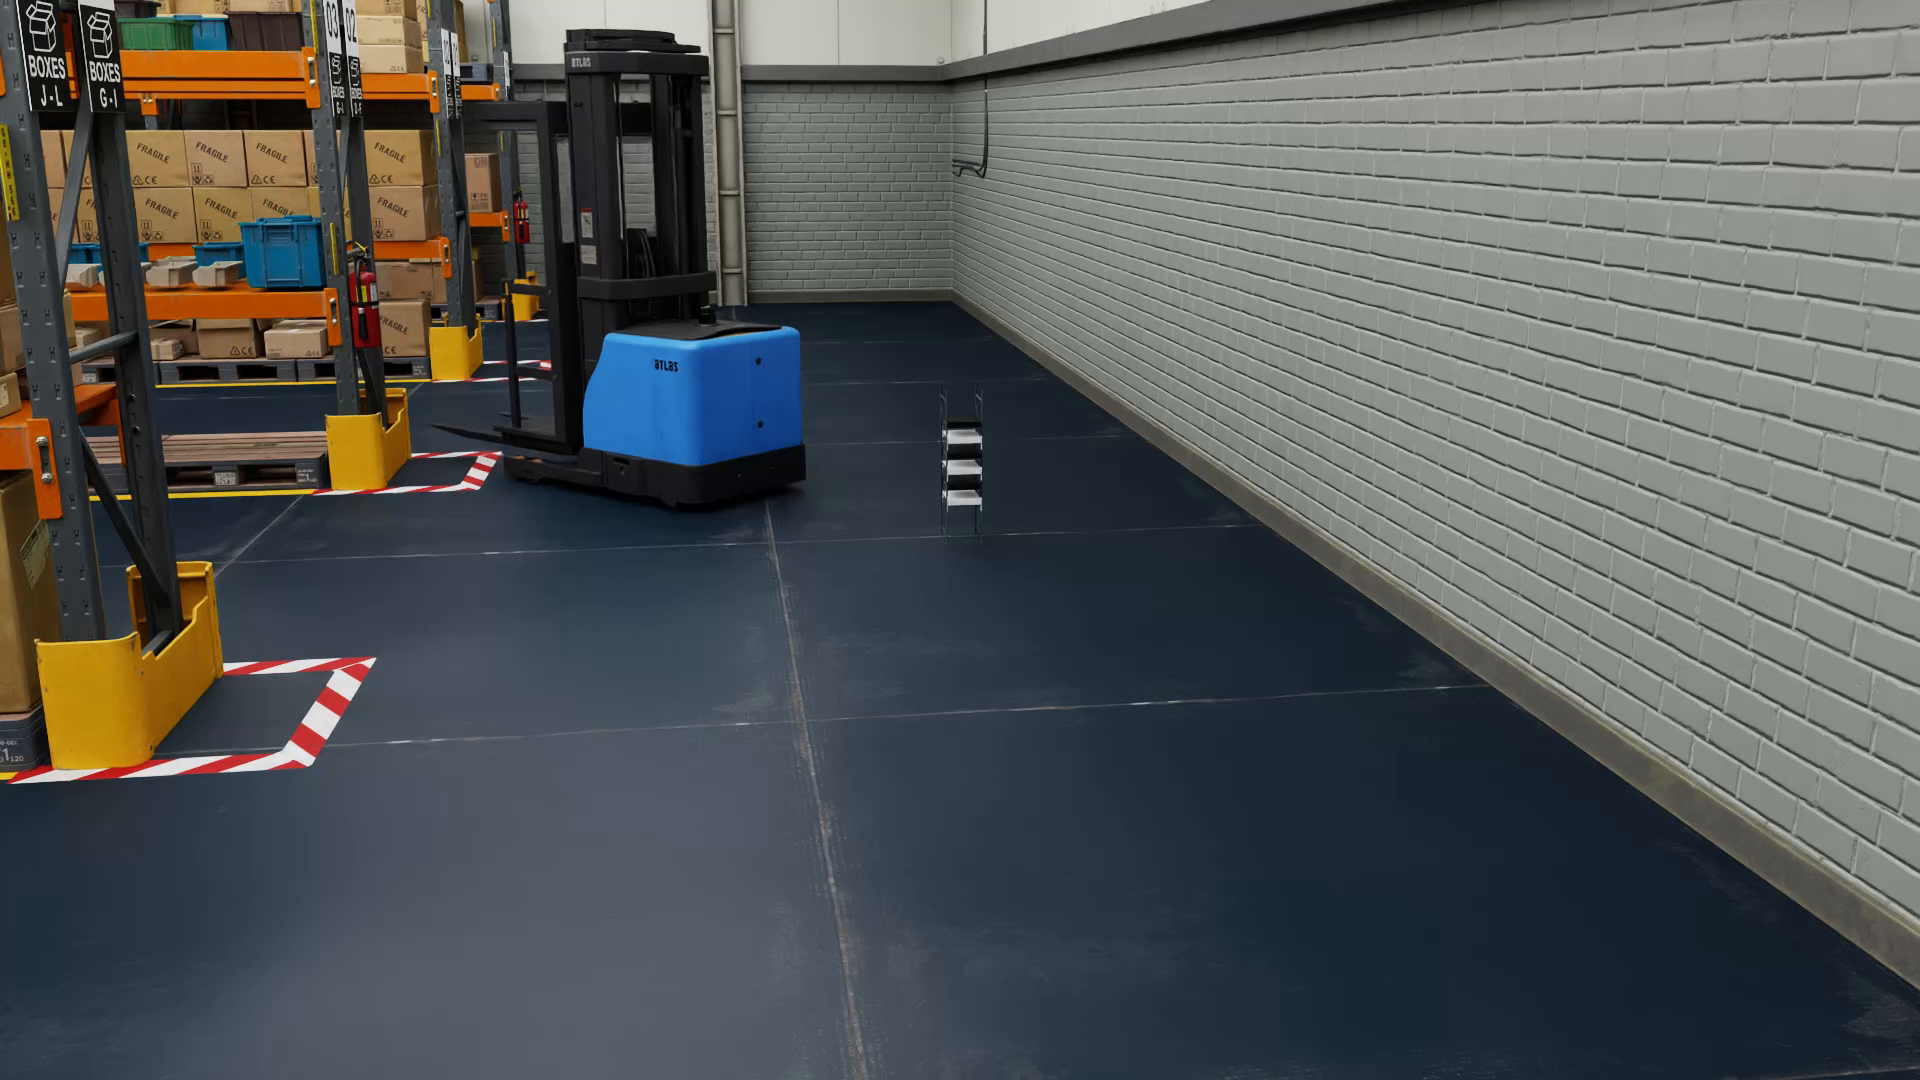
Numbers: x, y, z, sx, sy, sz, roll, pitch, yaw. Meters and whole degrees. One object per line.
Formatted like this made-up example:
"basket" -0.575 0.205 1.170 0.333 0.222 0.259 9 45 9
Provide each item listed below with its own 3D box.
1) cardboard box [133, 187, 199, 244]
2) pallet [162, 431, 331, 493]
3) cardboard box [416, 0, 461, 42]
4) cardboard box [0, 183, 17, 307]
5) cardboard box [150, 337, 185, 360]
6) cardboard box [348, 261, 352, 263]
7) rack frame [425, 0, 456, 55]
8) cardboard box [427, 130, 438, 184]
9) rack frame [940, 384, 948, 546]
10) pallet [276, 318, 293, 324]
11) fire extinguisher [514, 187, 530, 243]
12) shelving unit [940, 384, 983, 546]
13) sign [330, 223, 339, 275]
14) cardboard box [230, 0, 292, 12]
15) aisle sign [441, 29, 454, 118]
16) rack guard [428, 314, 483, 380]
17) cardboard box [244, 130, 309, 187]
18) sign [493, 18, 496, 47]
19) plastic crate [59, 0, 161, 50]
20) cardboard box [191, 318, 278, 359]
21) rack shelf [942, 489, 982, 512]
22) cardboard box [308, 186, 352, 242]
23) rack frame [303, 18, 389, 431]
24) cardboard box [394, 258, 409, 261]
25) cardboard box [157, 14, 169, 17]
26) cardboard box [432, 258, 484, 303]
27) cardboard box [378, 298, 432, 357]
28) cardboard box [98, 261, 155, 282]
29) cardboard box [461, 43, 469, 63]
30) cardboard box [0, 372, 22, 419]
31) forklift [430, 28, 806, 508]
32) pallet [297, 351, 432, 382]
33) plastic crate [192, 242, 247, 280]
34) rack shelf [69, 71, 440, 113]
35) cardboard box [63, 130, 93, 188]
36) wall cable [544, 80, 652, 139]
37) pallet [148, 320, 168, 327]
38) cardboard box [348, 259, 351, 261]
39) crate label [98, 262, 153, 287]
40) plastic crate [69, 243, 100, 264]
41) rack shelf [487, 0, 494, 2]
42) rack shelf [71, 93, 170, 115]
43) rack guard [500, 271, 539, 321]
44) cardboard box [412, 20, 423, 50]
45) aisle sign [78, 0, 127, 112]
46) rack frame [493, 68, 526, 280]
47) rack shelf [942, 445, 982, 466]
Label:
"cardboard box" -7.256 -3.007 15.339 0.500 0.500 0.500 -2 14 -9
"pallet" -4.933 -0.549 11.476 1.213 0.211 1.003 -2 14 -8
"cardboard box" -6.271 -6.211 19.852 0.500 0.500 0.500 -2 14 -8
"cardboard box" -3.817 -1.085 6.036 0.500 0.500 0.500 -2 14 -8
"cardboard box" -7.501 -1.804 15.671 0.250 0.166 0.380 -2 14 -8
"cardboard box" -7.783 -3.189 20.547 0.500 0.500 0.700 -2 14 -7
"rack frame" -4.846 -6.023 15.240 0.127 3.000 1.000 -2 14 -8
"cardboard box" -5.324 -3.694 16.025 0.500 0.500 0.500 -2 14 -7
"rack frame" -0.093 -0.433 9.599 0.006 0.900 0.240 -2 14 -8
"pallet" -8.780 -2.816 20.517 1.213 0.211 1.003 -2 14 -8
"fire extinguisher" -5.370 -3.981 20.355 0.183 0.674 0.296 -2 14 -8
"shelving unit" 0.008 -0.437 9.614 0.210 0.900 0.258 -2 14 -8
"sign" -4.014 -1.869 10.673 0.005 0.325 0.100 -2 14 -8
"cardboard box" -6.337 -5.038 15.215 0.500 0.500 0.700 -2 14 -8
"aisle sign" -4.733 -4.303 15.370 0.004 0.787 0.394 -2 14 -8
"rack guard" -4.921 -1.898 16.263 0.348 0.500 1.175 -2 14 -8
"cardboard box" -6.257 -3.526 15.355 0.500 0.500 0.500 -2 14 -7
"sign" -5.521 -6.020 19.735 0.005 0.325 0.100 -2 14 -8
"plastic crate" -5.664 -3.357 10.904 0.767 0.338 0.504 -2 14 -8
"cardboard box" -6.945 -2.040 15.918 0.637 0.503 0.797 -2 14 -8
"rack shelf" 0.008 -0.230 9.665 0.200 0.077 0.258 -2 14 -8
"cardboard box" -5.761 -3.061 15.554 0.500 0.500 0.500 -2 14 -8
"rack frame" -4.112 -1.922 11.218 0.127 3.000 1.000 -2 14 -8
"cardboard box" -6.920 -3.586 20.798 0.250 0.149 0.380 -2 14 -8
"cardboard box" -7.294 -4.585 14.951 0.500 0.250 0.500 -2 14 -8
"cardboard box" -6.265 -3.247 20.777 0.500 0.500 0.700 -2 14 -8
"cardboard box" -5.347 -2.035 15.906 0.500 0.500 0.500 -2 14 -8
"cardboard box" -10.167 -3.266 20.134 0.750 0.750 0.750 -2 14 -8
"cardboard box" -6.346 -5.972 20.441 0.500 0.250 0.500 -1 14 -5
"cardboard box" -3.677 -0.516 6.131 0.250 0.149 0.380 -2 14 -7
"forklift" -2.495 -1.892 11.239 3.031 2.935 1.130 11 18 37
"pallet" -5.710 -1.729 16.182 1.213 0.211 1.003 -2 14 -8
"plastic crate" -5.056 -1.916 11.416 0.300 0.233 0.416 -2 14 -8
"rack shelf" -6.824 -4.147 15.404 4.000 0.370 1.077 -2 14 -8
"cardboard box" -7.784 -3.470 15.131 0.500 0.500 0.500 -3 14 -10
"wall cable" -4.463 -5.072 21.689 1.851 1.984 0.084 -2 14 -8
"pallet" -10.295 -2.761 20.298 1.213 0.211 1.003 -2 14 -8
"cardboard box" -7.675 -3.558 20.687 0.250 0.149 0.380 -2 14 -9
"crate label" -5.452 -1.727 10.860 0.243 0.136 0.396 -2 14 -8
"plastic crate" -6.004 -1.881 11.278 0.300 0.233 0.416 -2 14 -8
"rack shelf" -7.566 -6.599 19.838 4.000 0.370 1.077 -2 14 -8
"rack shelf" -11.521 -5.193 19.576 4.000 0.370 1.077 -2 14 -8
"rack guard" -5.564 -3.093 21.028 0.348 0.500 1.175 -2 14 -8
"cardboard box" -5.393 -4.782 15.738 0.500 0.250 0.500 -2 14 -8
"aisle sign" -3.348 -2.066 6.450 0.004 0.787 0.394 -2 14 -8
"rack frame" -5.588 -4.305 20.721 0.127 3.000 1.000 -2 14 -8
"rack shelf" 0.008 -0.492 9.600 0.200 0.077 0.258 -2 14 -8
